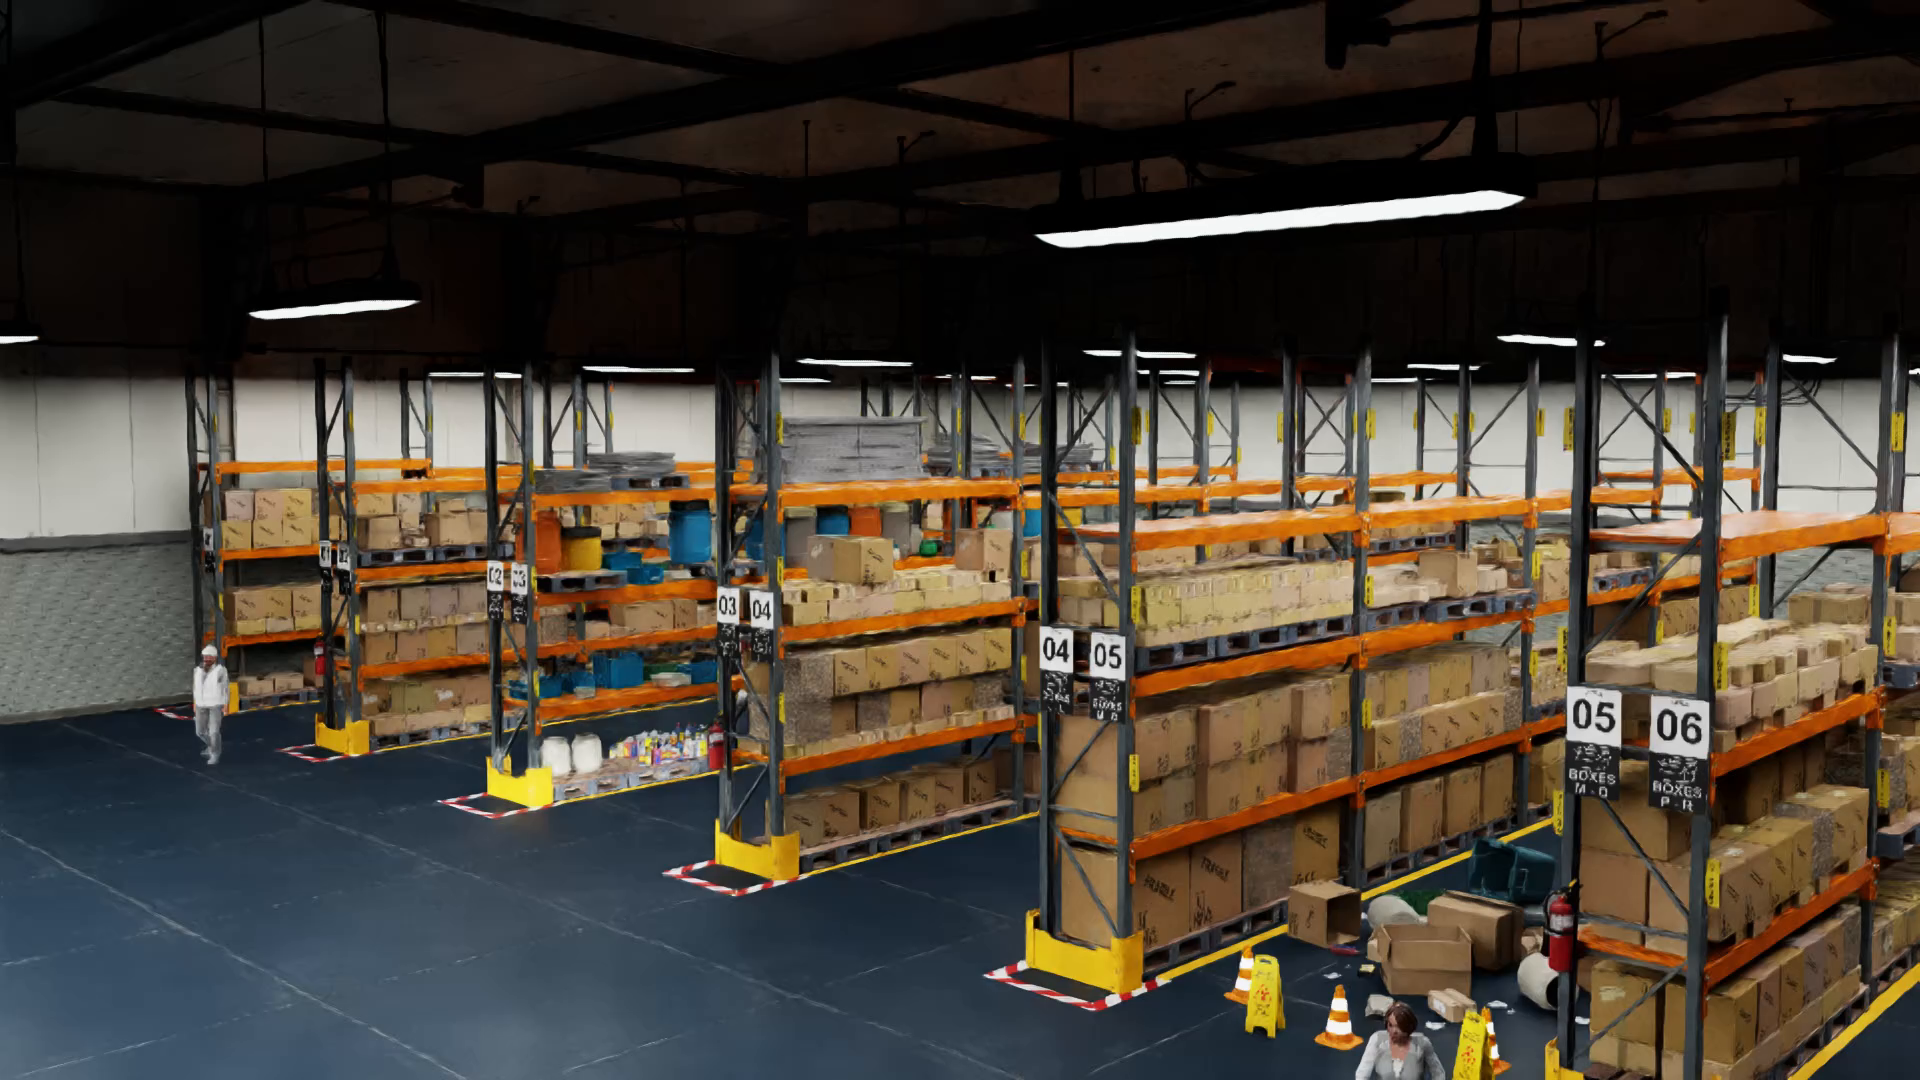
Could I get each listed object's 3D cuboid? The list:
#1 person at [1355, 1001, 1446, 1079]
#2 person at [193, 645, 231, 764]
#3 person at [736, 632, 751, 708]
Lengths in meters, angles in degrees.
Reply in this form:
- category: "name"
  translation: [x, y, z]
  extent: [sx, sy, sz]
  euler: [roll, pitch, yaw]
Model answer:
- category: "person"
  translation: [2.781, 3.598, 10.418]
  extent: [0.562, 1.514, 0.782]
  euler: [2, 5, 27]
- category: "person"
  translation: [-11.040, 2.407, 24.567]
  extent: [0.581, 1.762, 0.569]
  euler: [1, 4, 8]
- category: "person"
  translation: [-3.823, 2.056, 29.253]
  extent: [0.536, 1.707, 1.037]
  euler: [3, 5, 36]
